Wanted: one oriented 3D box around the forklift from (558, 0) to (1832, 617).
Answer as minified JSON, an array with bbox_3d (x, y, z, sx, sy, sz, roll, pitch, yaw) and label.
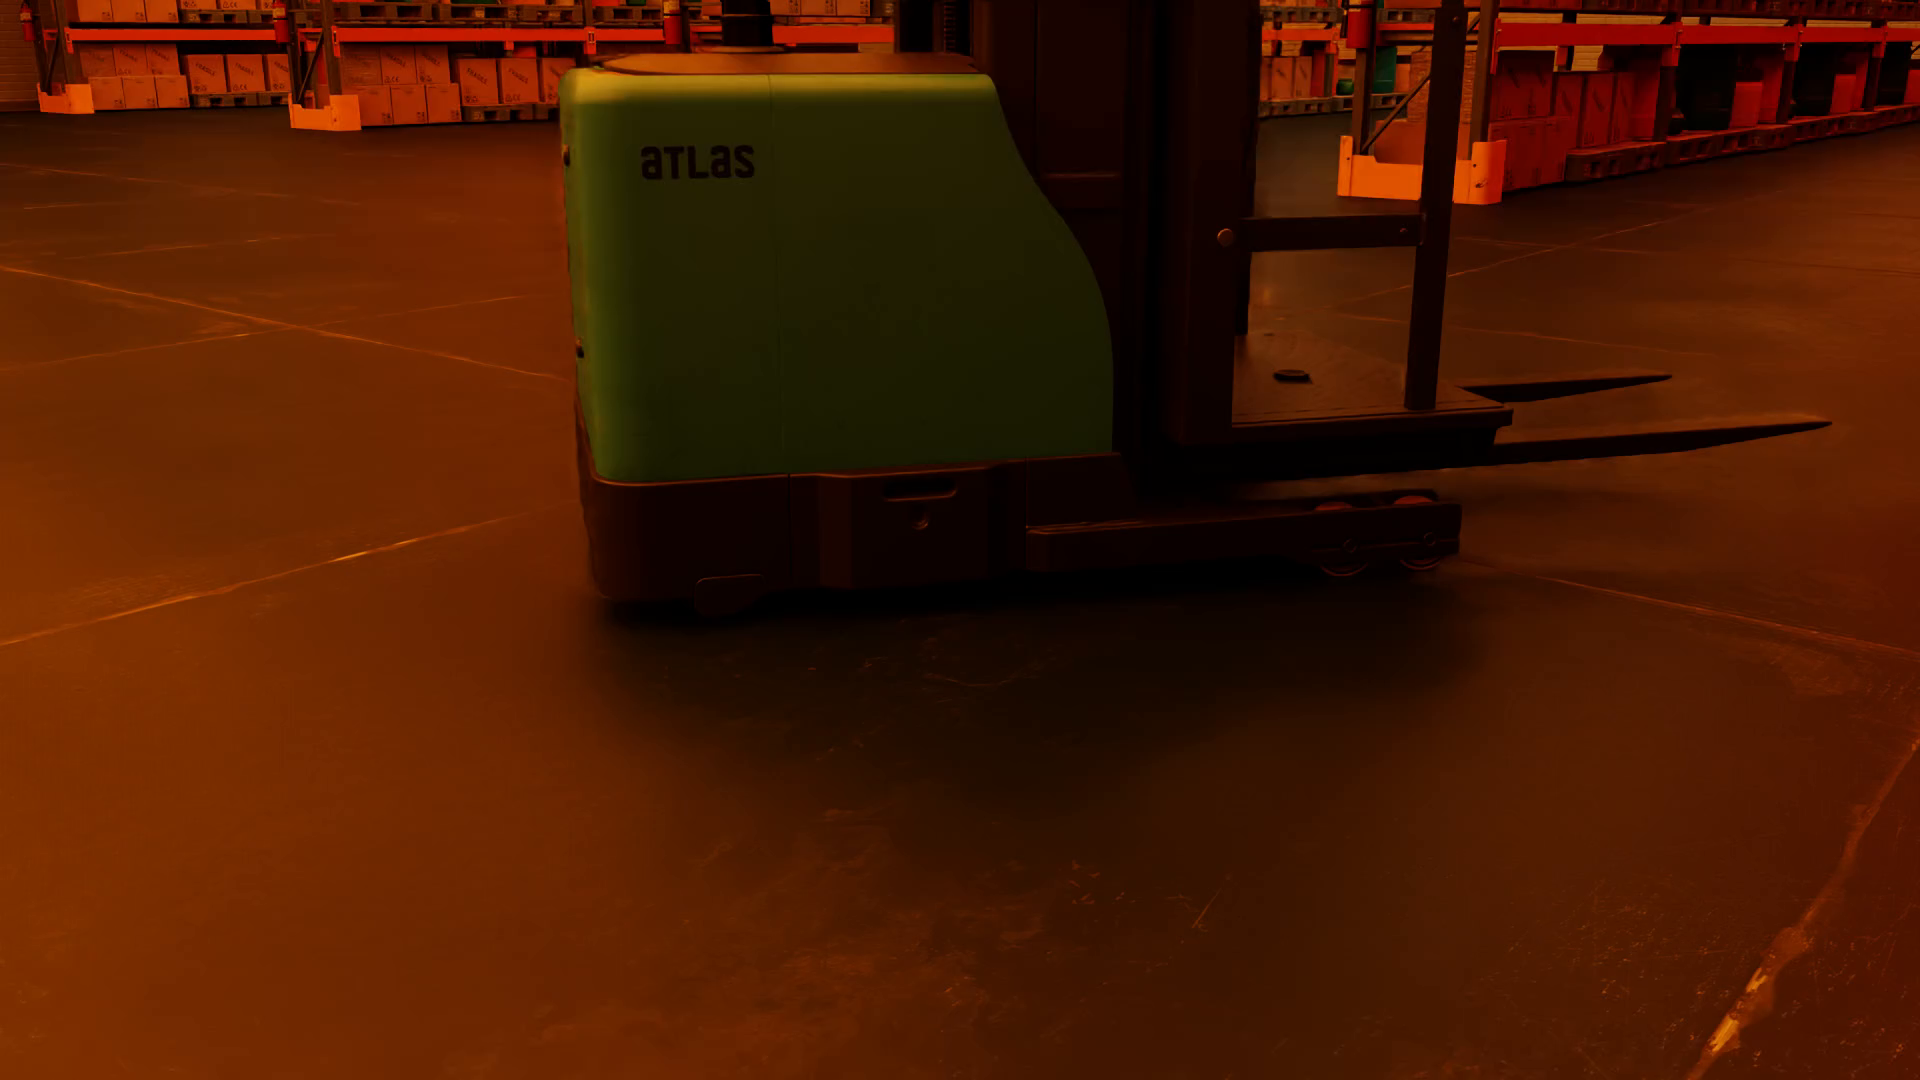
[{"bbox_3d":[0.625,-1.464,3.719,3.031,2.935,1.130,-4,17,-14],"label":"forklift"}]
